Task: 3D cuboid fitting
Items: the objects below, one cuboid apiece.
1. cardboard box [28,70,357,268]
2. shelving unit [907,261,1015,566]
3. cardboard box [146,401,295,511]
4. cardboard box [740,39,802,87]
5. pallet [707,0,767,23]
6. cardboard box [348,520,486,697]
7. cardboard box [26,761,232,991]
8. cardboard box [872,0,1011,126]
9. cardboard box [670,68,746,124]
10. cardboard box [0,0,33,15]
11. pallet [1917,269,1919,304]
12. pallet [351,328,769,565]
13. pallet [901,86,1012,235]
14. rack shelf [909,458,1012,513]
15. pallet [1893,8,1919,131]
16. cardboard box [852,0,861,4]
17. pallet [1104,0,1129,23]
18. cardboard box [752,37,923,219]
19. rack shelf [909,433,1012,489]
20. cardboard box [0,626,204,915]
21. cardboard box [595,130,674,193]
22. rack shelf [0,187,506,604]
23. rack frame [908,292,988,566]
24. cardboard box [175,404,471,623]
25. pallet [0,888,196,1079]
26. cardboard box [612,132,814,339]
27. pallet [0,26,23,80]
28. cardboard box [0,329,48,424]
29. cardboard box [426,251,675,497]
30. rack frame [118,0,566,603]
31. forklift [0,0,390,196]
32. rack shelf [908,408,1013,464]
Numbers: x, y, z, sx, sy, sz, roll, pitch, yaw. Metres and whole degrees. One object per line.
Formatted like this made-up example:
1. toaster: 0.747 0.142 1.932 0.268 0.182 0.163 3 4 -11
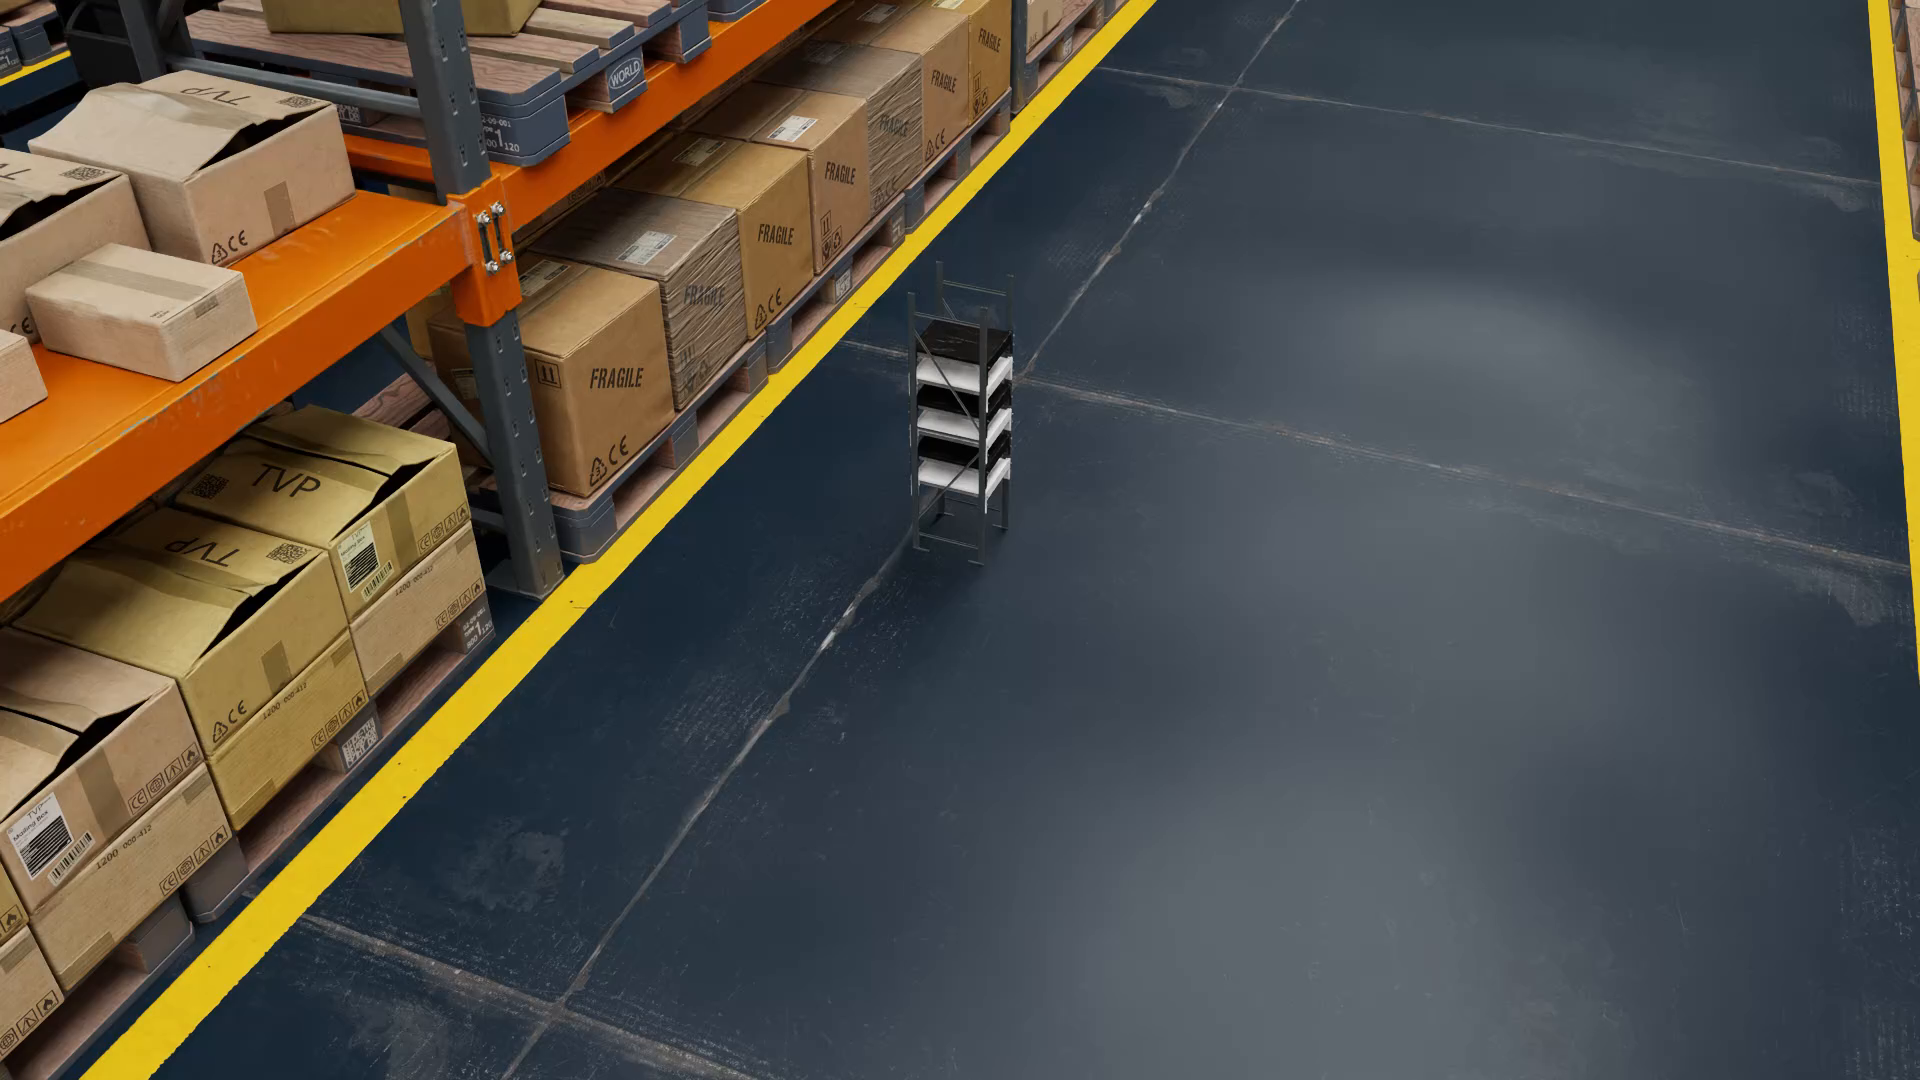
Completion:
1. cardboard box: -1.871 -0.934 4.069 0.500 0.311 0.500 16 40 21
2. shelving unit: 0.003 -0.365 4.987 0.258 0.900 0.210 14 39 18
3. cardboard box: -2.163 -0.230 4.529 0.500 0.311 0.500 15 39 19
4. cardboard box: -0.969 -1.766 6.827 0.500 0.500 0.500 14 39 18
5. pallet: -0.956 -2.162 5.797 1.003 0.211 1.213 14 39 18
6. cardboard box: -1.667 0.119 4.532 0.500 0.250 0.500 15 39 19
7. cardboard box: -2.054 0.683 3.777 0.500 0.250 0.500 15 39 19
8. cardboard box: -0.093 -2.212 7.425 0.500 0.500 0.500 14 39 17
9. cardboard box: -1.150 -1.807 6.257 0.500 0.250 0.500 13 39 17
10. cardboard box: -5.215 -2.927 8.105 0.750 0.750 0.750 15 39 19
11. pallet: 4.077 -0.711 6.025 1.003 0.211 1.213 14 39 18
12. pallet: -1.373 -0.449 5.674 1.003 0.211 1.213 14 39 18
13. pallet: -0.445 -1.800 7.482 1.003 0.211 1.213 14 39 18
14. rack shelf: 0.003 -0.194 5.114 0.258 0.077 0.200 14 39 18
15. pallet: 5.116 -2.222 8.047 1.003 0.211 1.213 14 39 18
16. cardboard box: -0.580 -2.339 7.594 0.500 0.500 0.500 12 38 16
17. pallet: 0.555 -3.317 9.511 1.003 0.211 1.213 14 39 18
18. cardboard box: -0.480 -1.663 6.690 0.500 0.500 0.500 14 39 18
19. rack shelf: 0.003 -0.266 5.060 0.258 0.077 0.200 14 39 18
20. cardboard box: -2.050 0.461 3.605 0.500 0.311 0.500 14 39 17
21. cardboard box: -1.356 -1.194 6.062 0.500 0.500 0.500 12 39 16
22. rack shelf: -2.453 0.234 3.032 1.077 0.370 4.000 14 39 18
23. rack frame: -0.036 -0.309 4.911 0.240 0.900 0.006 14 39 18
24. cardboard box: -1.664 -0.107 4.365 0.500 0.311 0.500 15 39 19
25. pallet: -2.507 1.076 3.634 1.003 0.211 1.213 14 39 18
26. cardboard box: -0.865 -1.091 5.924 0.500 0.500 0.500 13 39 17
27. pallet: -5.439 -2.263 8.101 1.003 0.211 1.213 14 39 18
28. cardboard box: -2.125 -0.342 3.412 0.380 0.149 0.250 17 40 21
29. cardboard box: -1.255 -0.523 5.165 0.500 0.500 0.500 15 39 20
30. rack frame: -1.692 -1.161 4.298 1.000 3.000 0.127 14 39 18
31. forklift: -2.925 -2.069 5.570 1.130 2.935 3.031 14 39 18
32. rack shelf: 0.003 -0.338 5.007 0.258 0.077 0.200 14 39 18
